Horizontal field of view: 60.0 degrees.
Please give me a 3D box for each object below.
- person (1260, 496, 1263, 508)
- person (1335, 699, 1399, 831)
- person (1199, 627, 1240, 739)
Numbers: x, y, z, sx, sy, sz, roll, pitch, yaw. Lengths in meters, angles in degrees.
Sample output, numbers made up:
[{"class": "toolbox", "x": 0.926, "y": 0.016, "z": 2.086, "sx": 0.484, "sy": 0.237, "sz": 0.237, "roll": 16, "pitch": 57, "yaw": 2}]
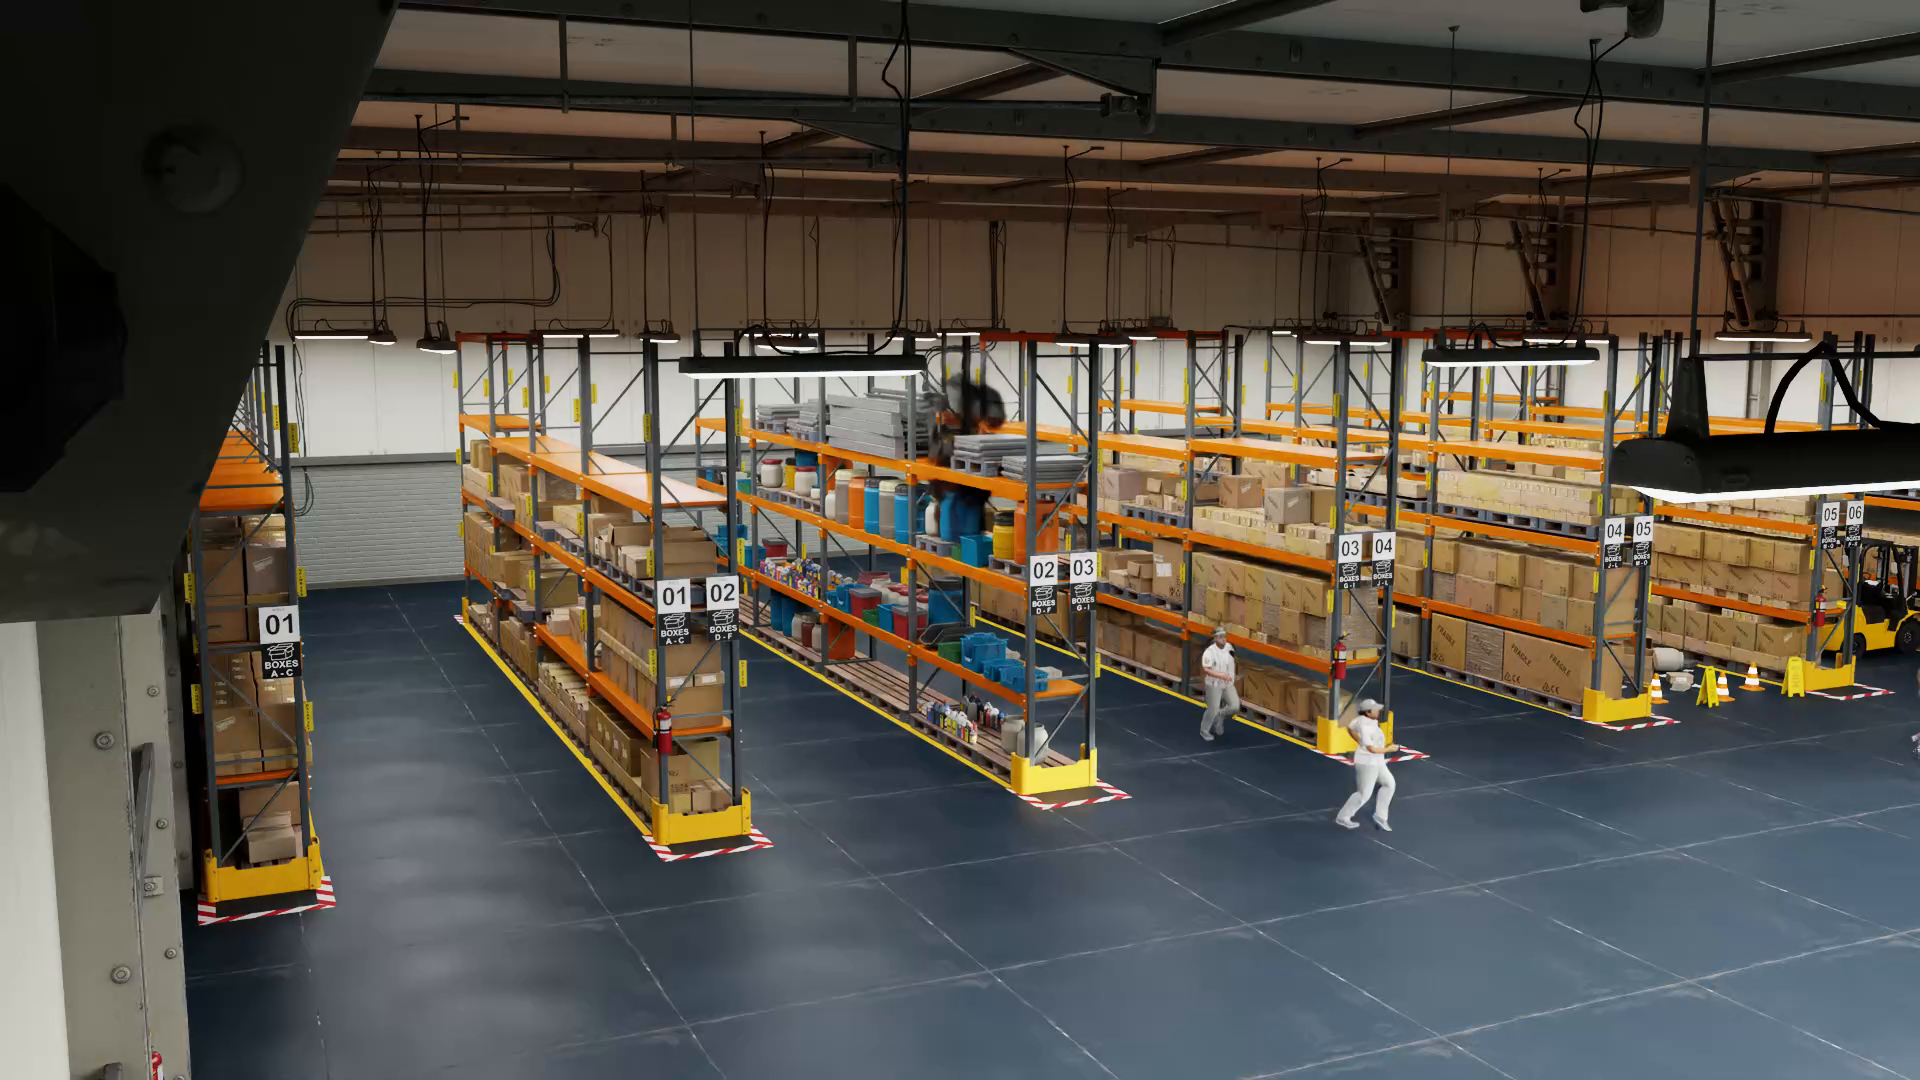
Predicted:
[{"class": "person", "x": 7.797, "y": -0.407, "z": 44.090, "sx": 0.702, "sy": 1.589, "sz": 0.630, "roll": 2, "pitch": 8, "yaw": 14}, {"class": "person", "x": 5.022, "y": 2.784, "z": 20.496, "sx": 0.733, "sy": 1.703, "sz": 0.608, "roll": 2, "pitch": 8, "yaw": 13}, {"class": "person", "x": 3.897, "y": 2.136, "z": 24.745, "sx": 0.687, "sy": 1.734, "sz": 0.769, "roll": -4, "pitch": 8, "yaw": -25}]
